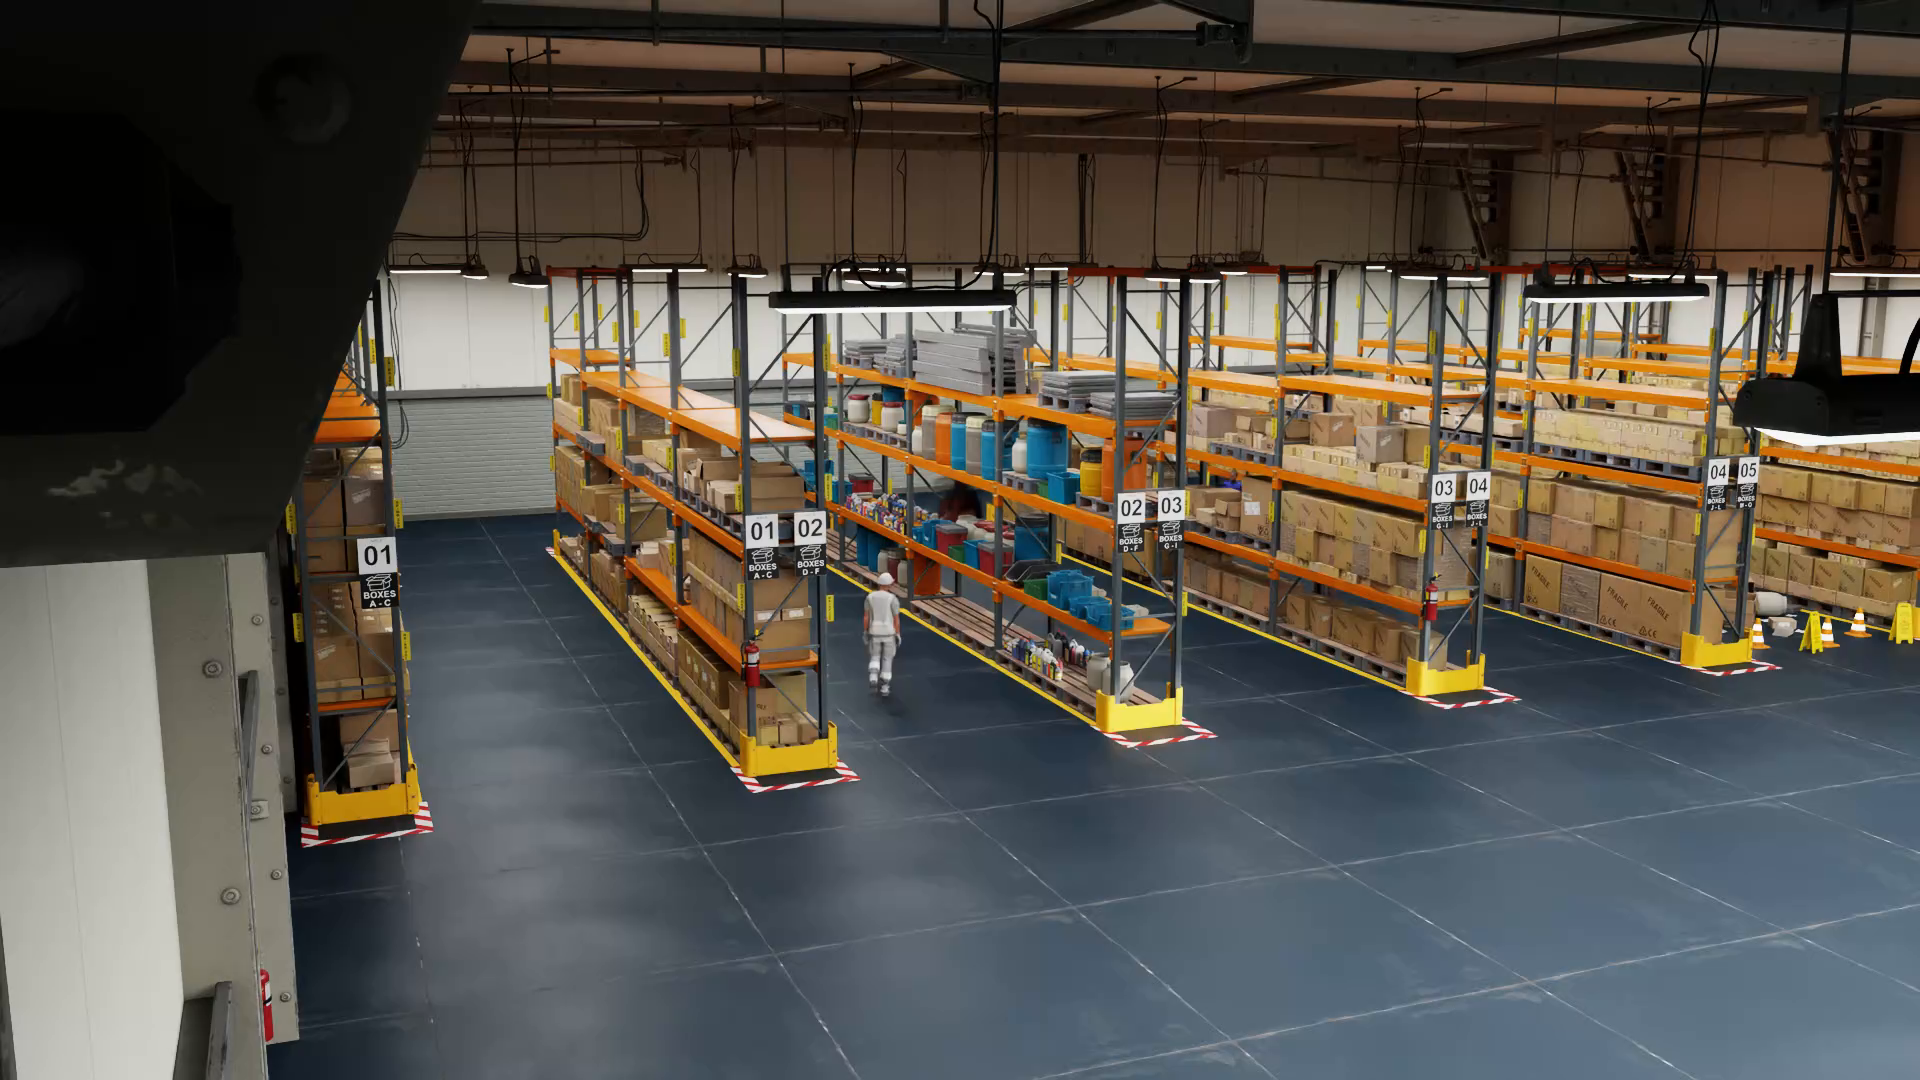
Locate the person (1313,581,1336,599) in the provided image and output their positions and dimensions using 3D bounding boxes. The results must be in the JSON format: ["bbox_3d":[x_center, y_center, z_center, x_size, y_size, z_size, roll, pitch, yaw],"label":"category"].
[{"bbox_3d":[6.496,0.365,29.557,0.559,1.723,0.386,9,13,42],"label":"person"}]

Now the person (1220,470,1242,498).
[{"bbox_3d":[5.928,-0.715,35.869,0.528,1.609,1.028,-4,11,-20],"label":"person"}]

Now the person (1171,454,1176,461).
[{"bbox_3d":[5.469,-1.642,41.510,0.736,1.550,0.550,-1,10,-6],"label":"person"}]

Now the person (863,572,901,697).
[{"bbox_3d":[-1.114,1.351,23.659,0.557,1.783,0.497,2,10,12],"label":"person"}]
